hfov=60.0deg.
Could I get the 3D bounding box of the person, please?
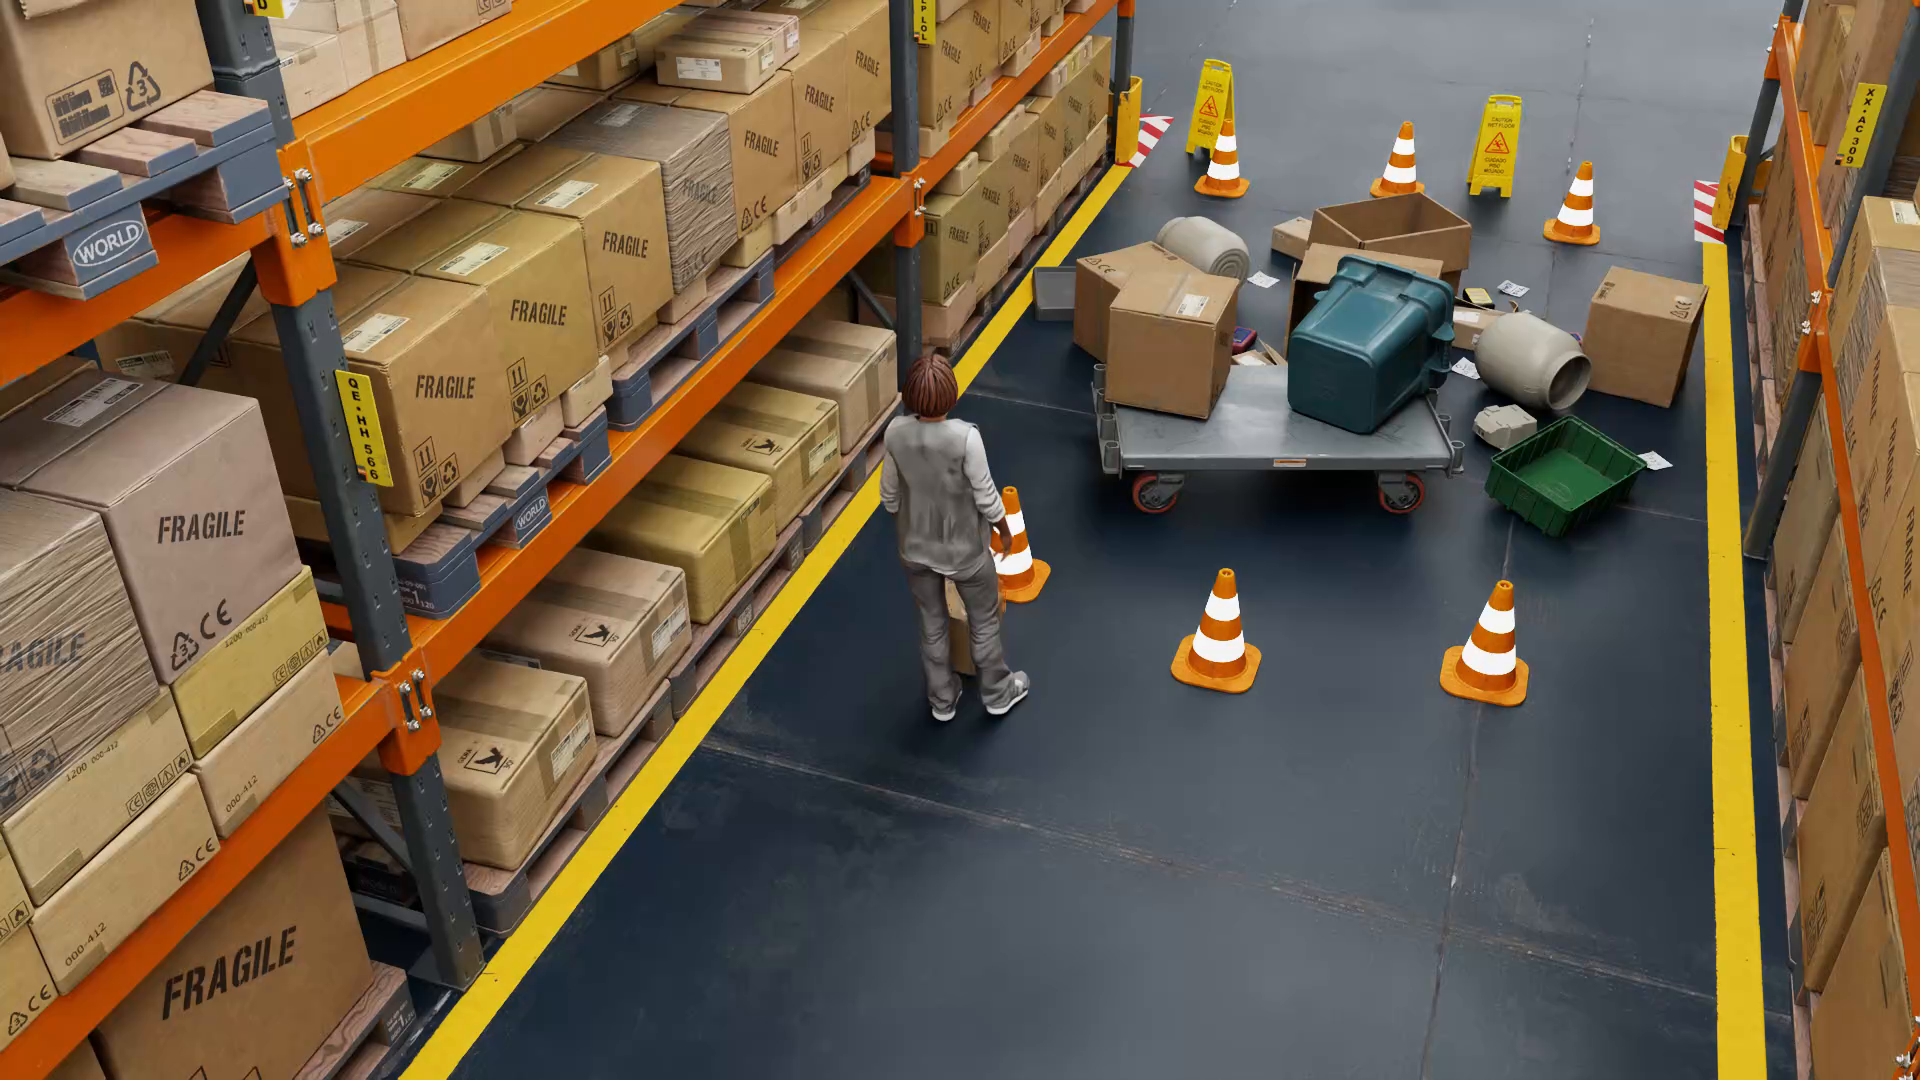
[{"bbox_3d":[-0.021,-0.012,6.152,0.511,1.597,0.474,11,35,16],"label":"person"}]
